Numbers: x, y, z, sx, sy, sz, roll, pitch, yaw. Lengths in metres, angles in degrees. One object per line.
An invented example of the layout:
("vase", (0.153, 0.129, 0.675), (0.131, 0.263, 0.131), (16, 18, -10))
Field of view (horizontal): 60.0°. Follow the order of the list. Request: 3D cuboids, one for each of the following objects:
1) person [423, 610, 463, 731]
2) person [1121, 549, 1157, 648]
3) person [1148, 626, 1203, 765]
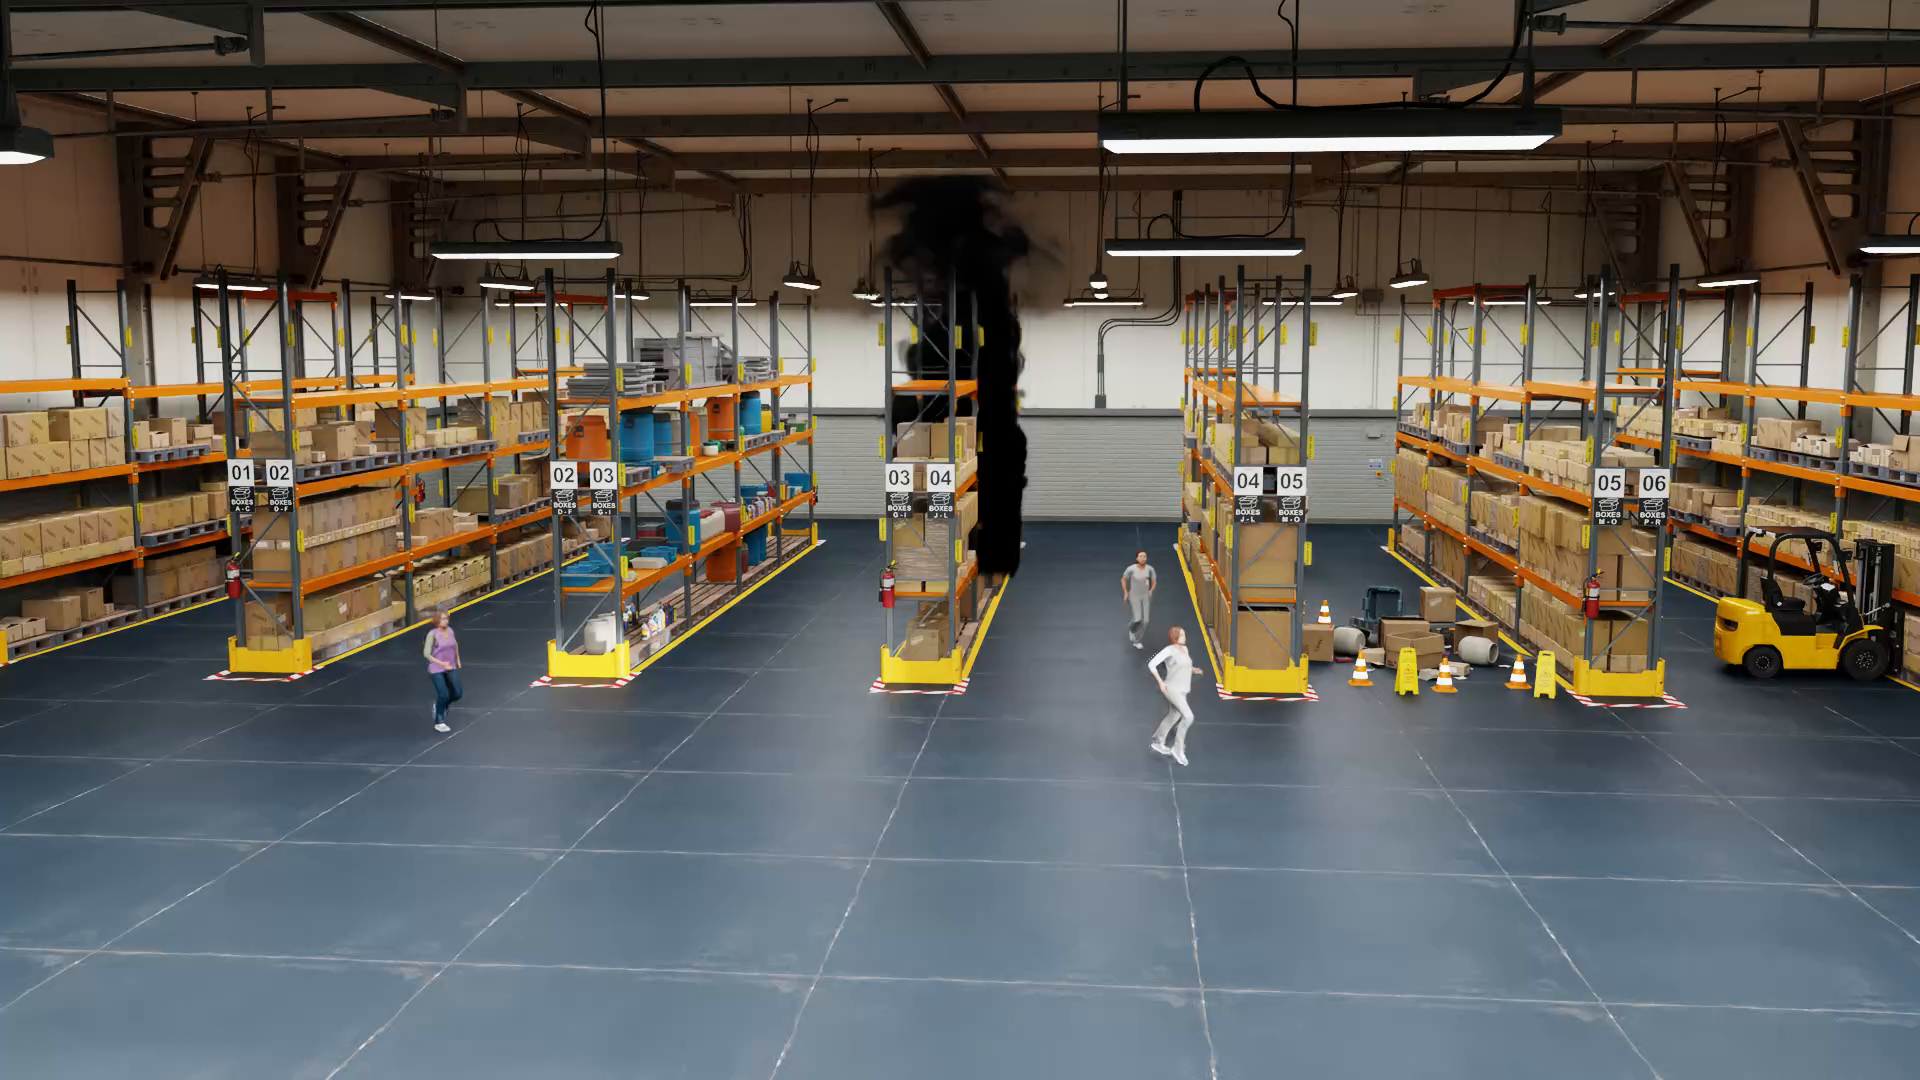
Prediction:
("person", (-6.564, 1.665, 21.181), (0.560, 1.557, 0.584), (5, 8, 34))
("person", (2.901, 0.952, 26.790), (0.550, 1.620, 0.593), (-1, 7, -7))
("person", (2.554, 1.828, 19.669), (0.703, 1.639, 0.503), (5, 8, 35))
